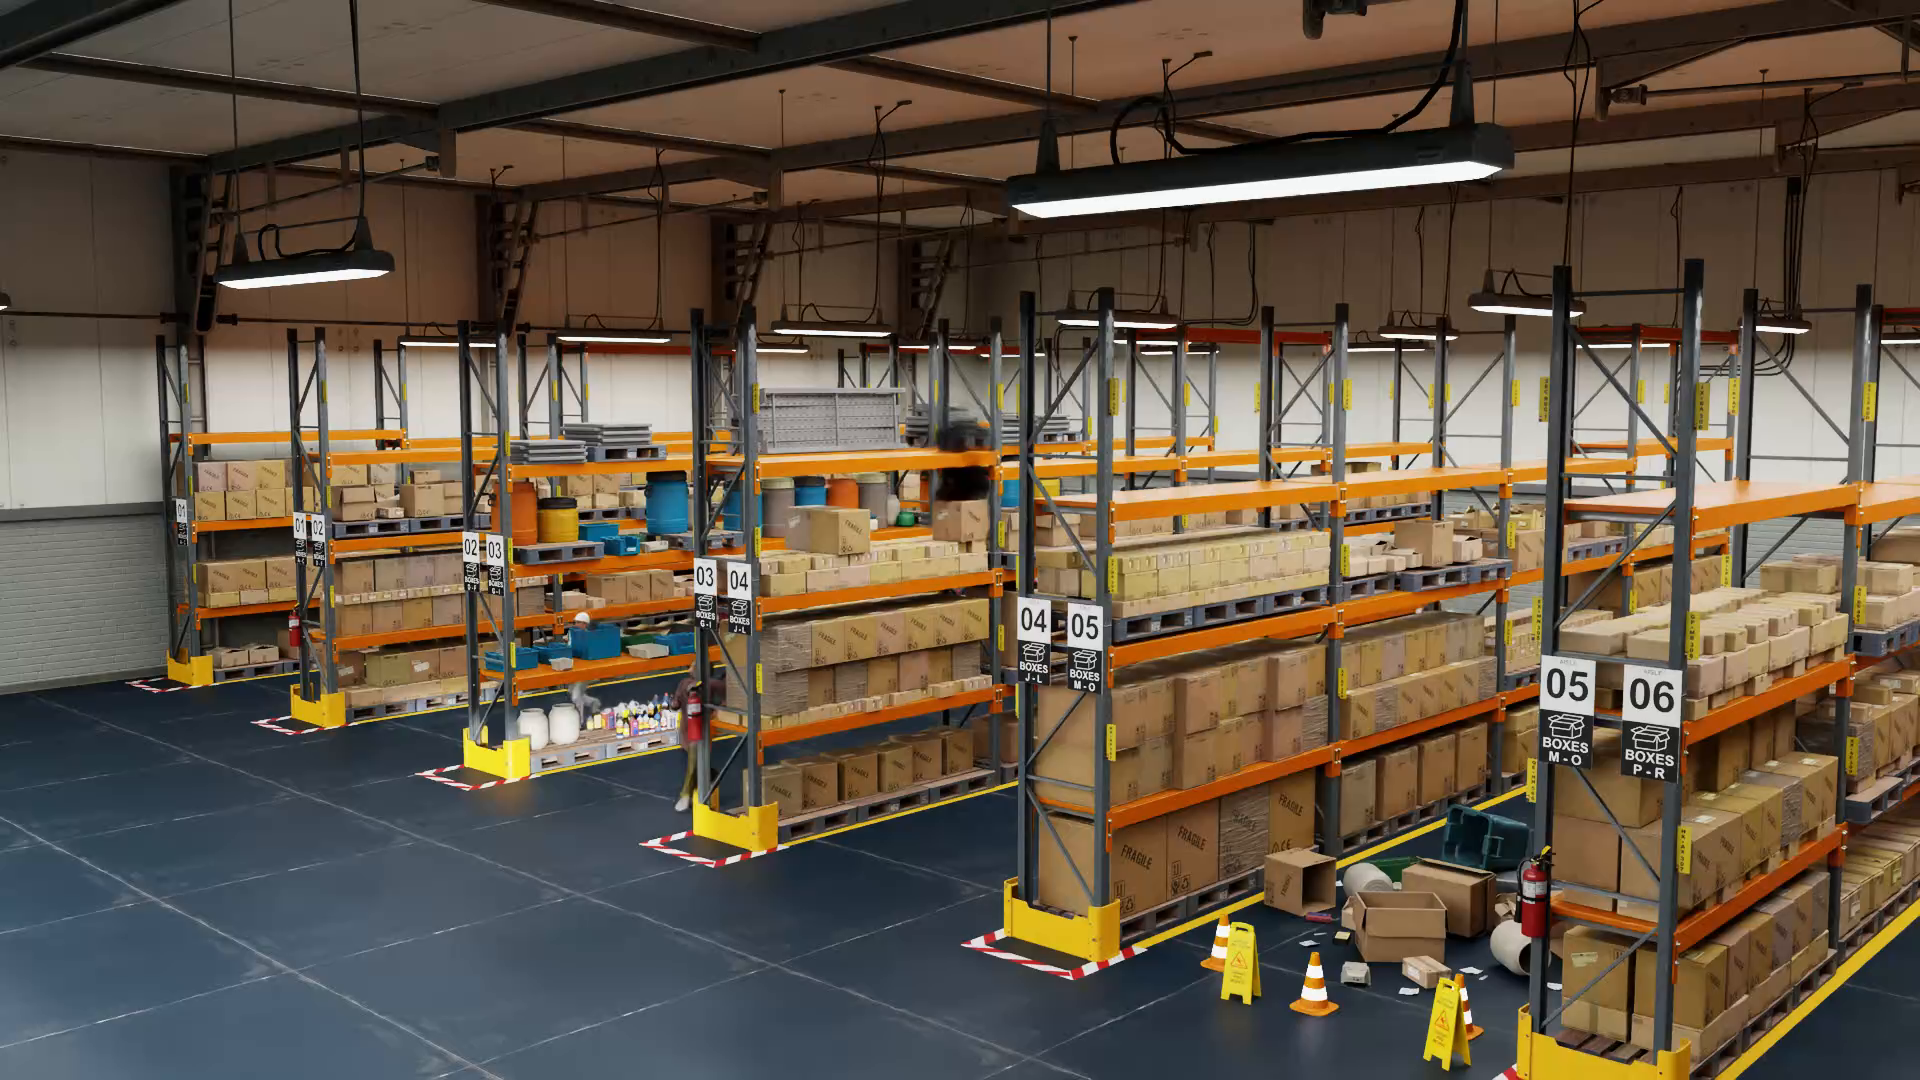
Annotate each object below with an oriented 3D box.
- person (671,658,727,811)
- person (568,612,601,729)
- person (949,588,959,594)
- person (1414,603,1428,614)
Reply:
[{"bbox_3d":[-3.230,2.332,20.394,0.708,1.785,1.000,3,6,30],"label":"person"},{"bbox_3d":[-5.636,1.952,24.944,0.657,1.748,0.752,4,6,33],"label":"person"},{"bbox_3d":[-0.363,1.231,32.220,0.654,1.834,0.855,4,7,36],"label":"person"},{"bbox_3d":[7.501,1.762,26.861,0.658,1.830,0.711,4,7,39],"label":"person"}]
